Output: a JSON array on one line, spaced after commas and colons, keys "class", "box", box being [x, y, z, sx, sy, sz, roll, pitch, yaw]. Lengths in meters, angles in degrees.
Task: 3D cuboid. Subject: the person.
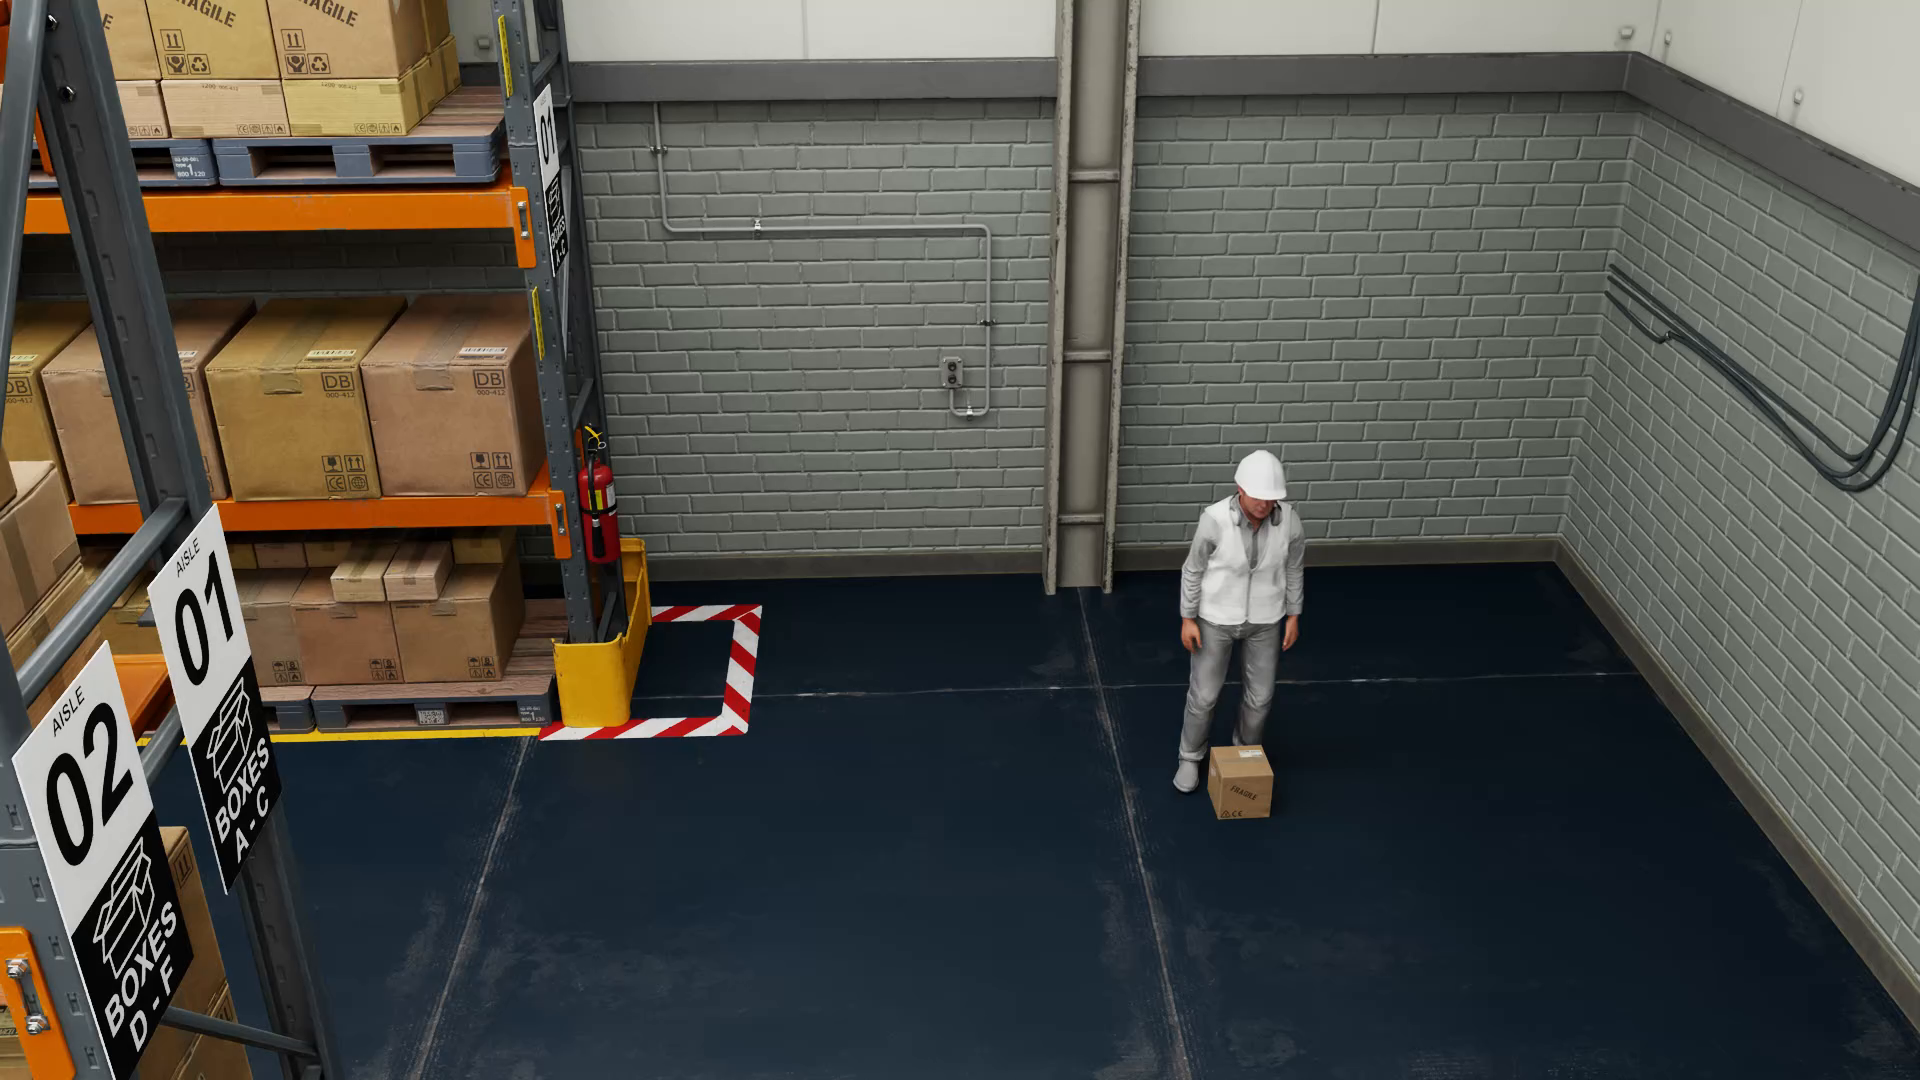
[{"class": "person", "box": [1.323, 0.371, 7.873, 0.580, 1.772, 0.462, -1, 27, -3]}]
